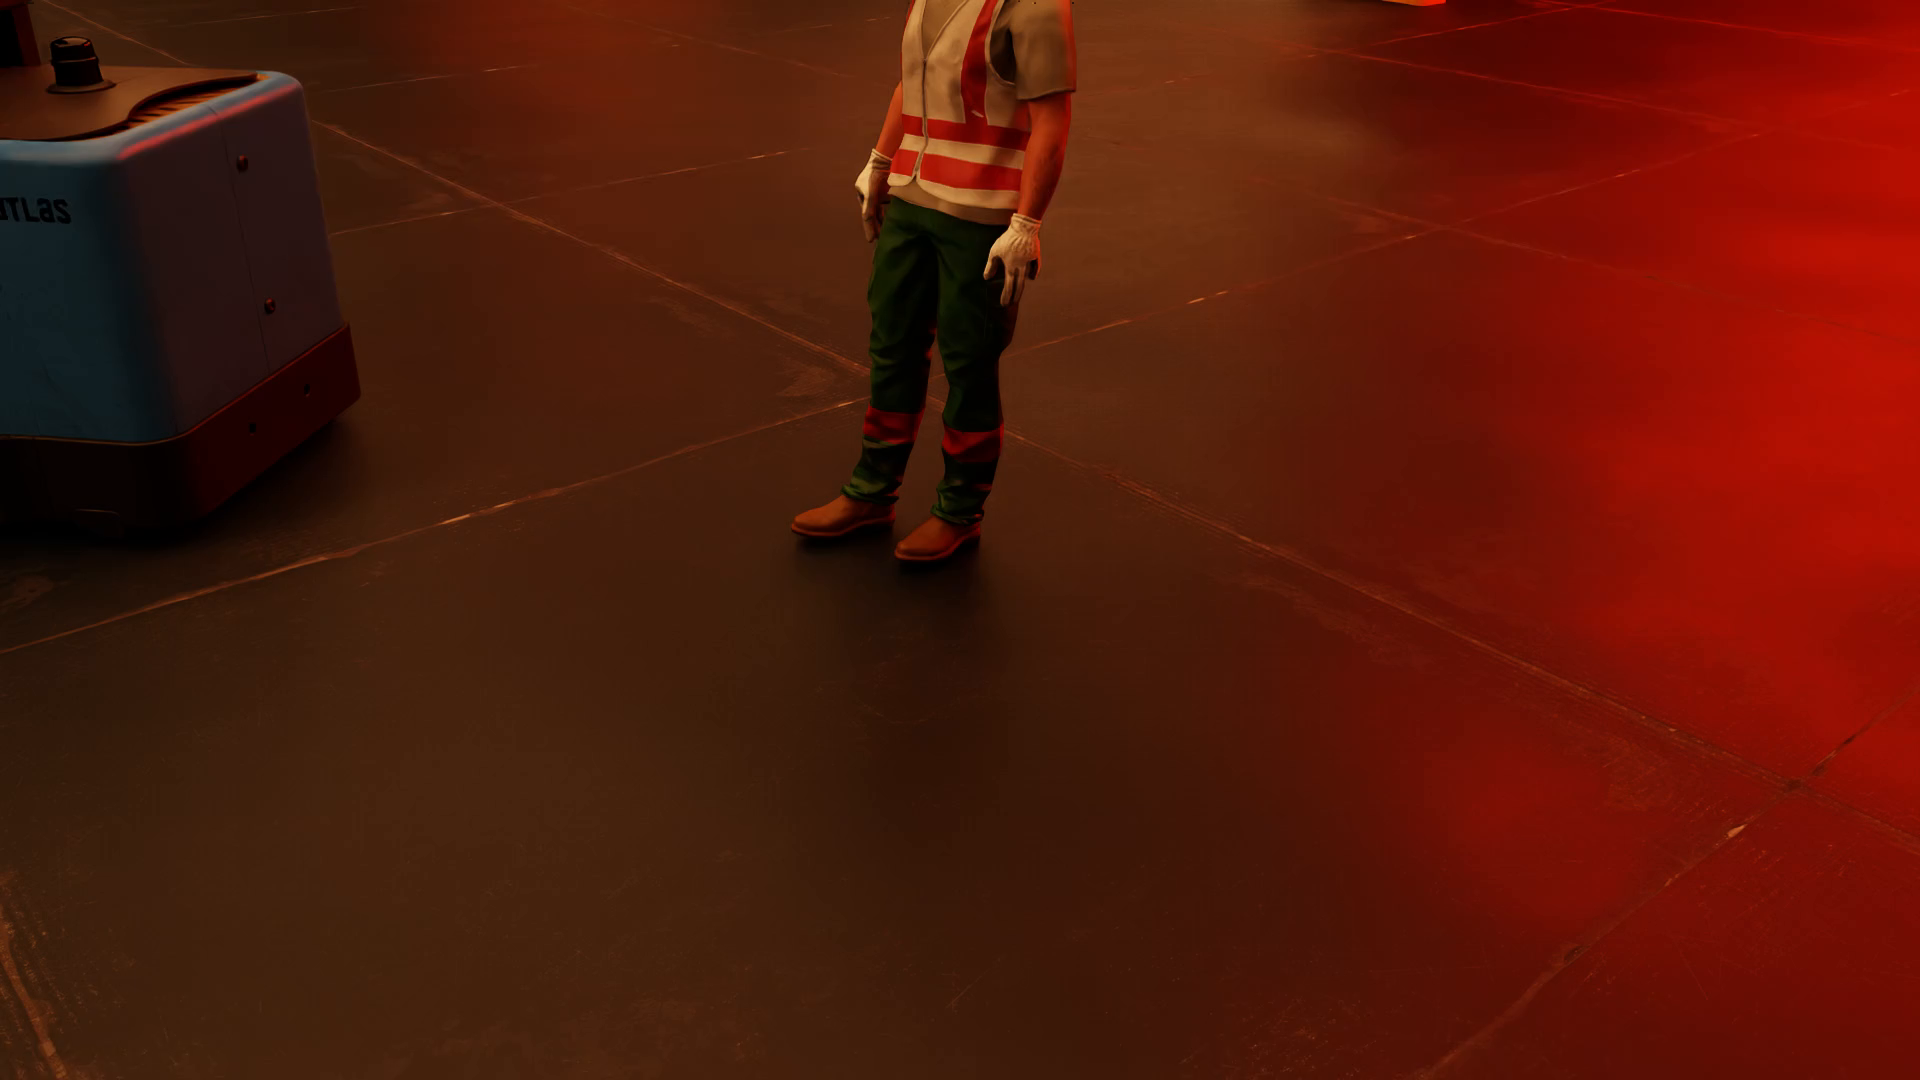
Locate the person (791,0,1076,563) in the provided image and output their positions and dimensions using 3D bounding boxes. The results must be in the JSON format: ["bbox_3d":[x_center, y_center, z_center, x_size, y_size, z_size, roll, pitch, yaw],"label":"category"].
[{"bbox_3d":[-0.069,-0.788,4.061,0.562,1.789,0.638,-20,33,-35],"label":"person"}]

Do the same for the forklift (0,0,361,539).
[{"bbox_3d":[-3.454,-1.609,4.447,3.031,2.935,1.130,4,27,8],"label":"forklift"}]
